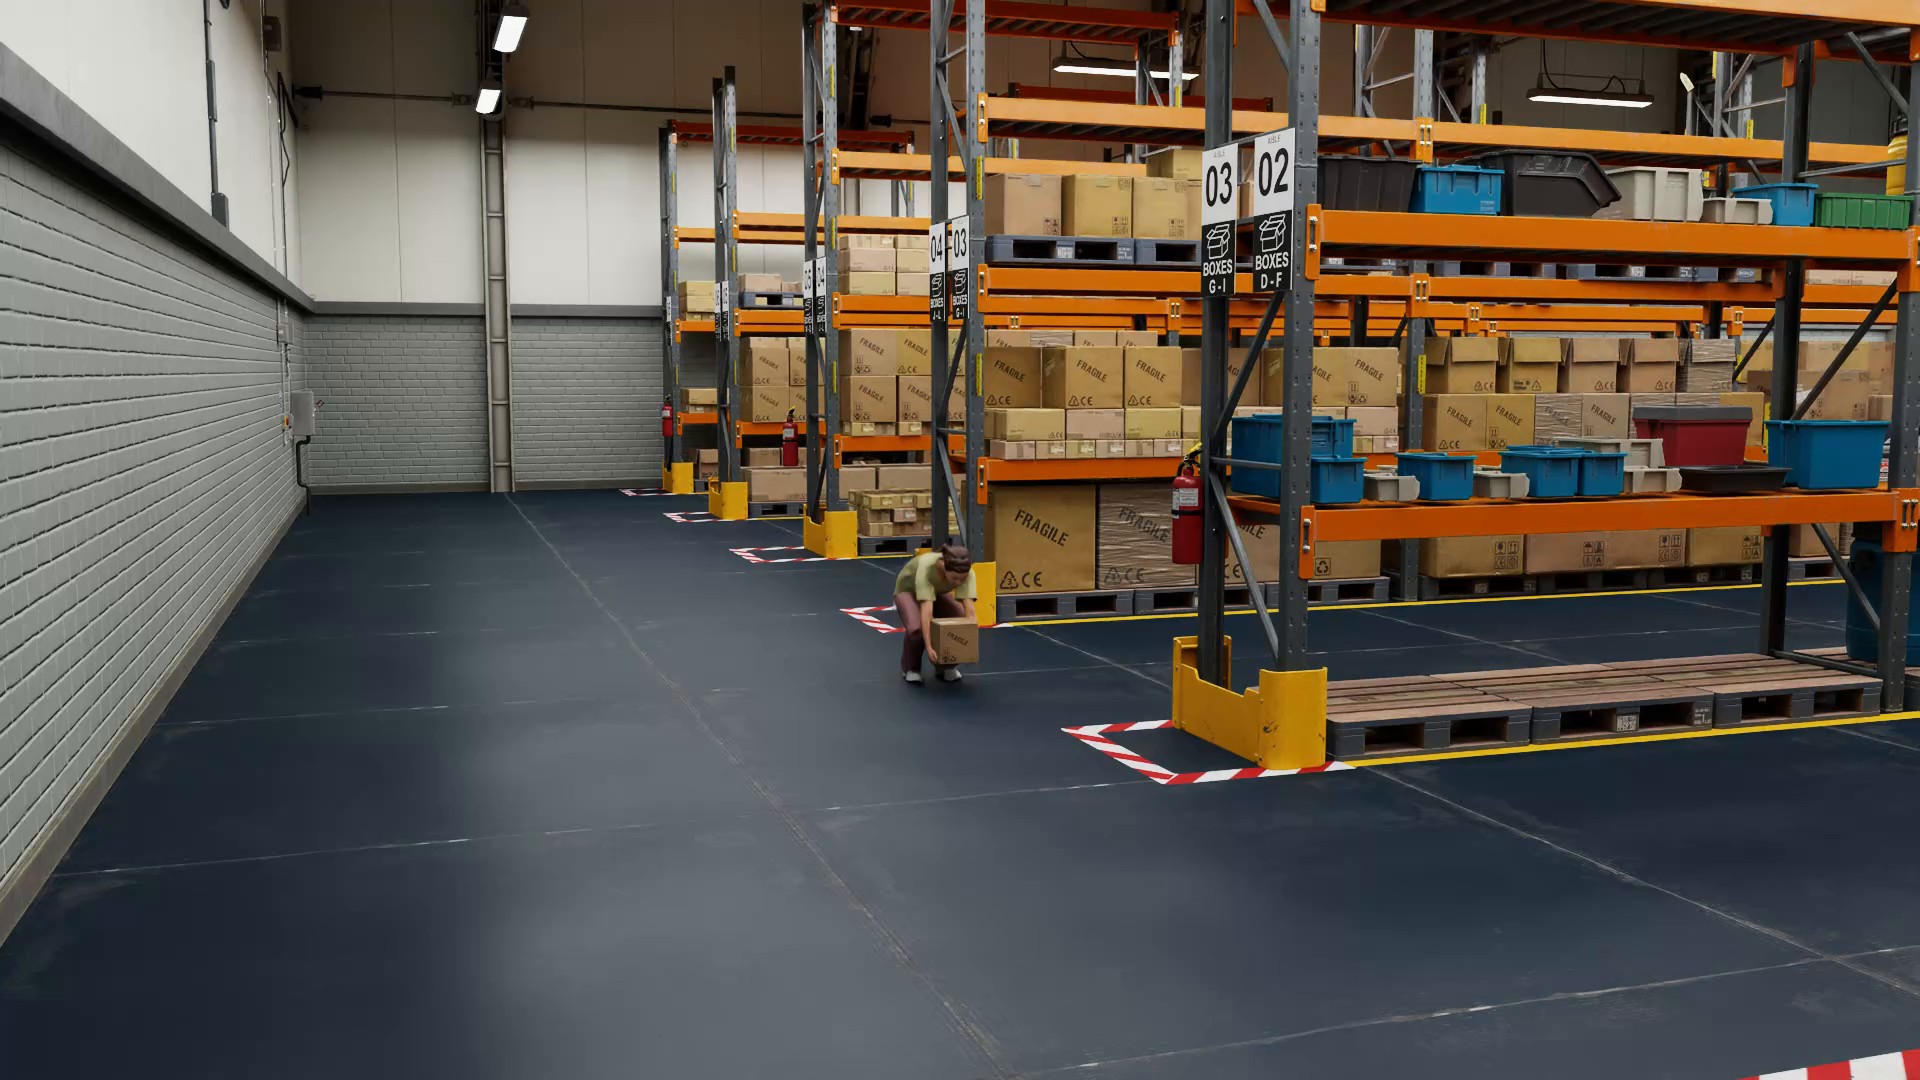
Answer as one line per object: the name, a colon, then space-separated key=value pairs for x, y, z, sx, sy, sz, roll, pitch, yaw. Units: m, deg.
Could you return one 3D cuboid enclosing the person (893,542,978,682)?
person: x=-0.147 y=0.462 z=10.696 sx=0.466 sy=0.930 sz=0.832 roll=-2 pitch=6 yaw=-20
